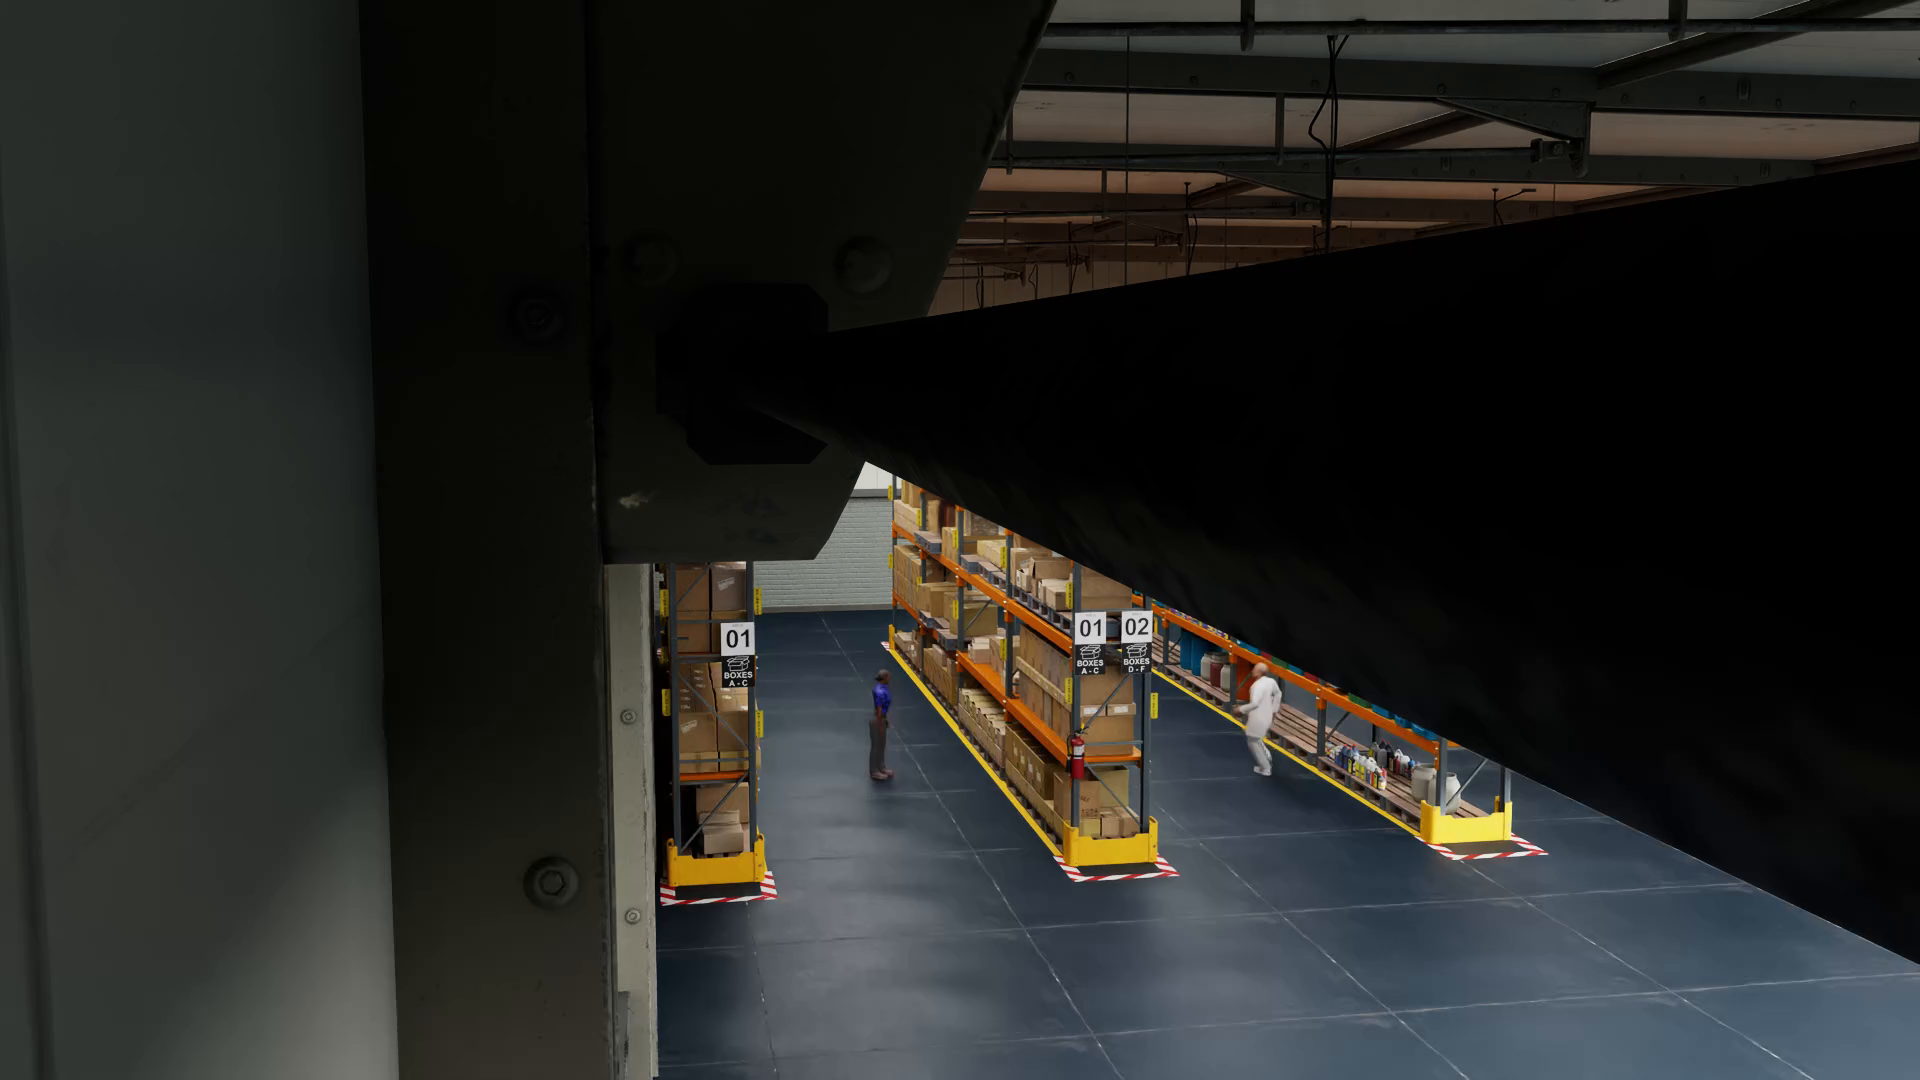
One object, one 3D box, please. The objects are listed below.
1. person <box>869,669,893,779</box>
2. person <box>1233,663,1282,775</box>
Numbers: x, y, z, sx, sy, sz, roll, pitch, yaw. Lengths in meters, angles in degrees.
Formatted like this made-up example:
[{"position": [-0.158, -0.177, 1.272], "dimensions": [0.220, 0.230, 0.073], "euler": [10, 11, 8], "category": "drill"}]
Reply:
[{"position": [-1.202, 2.783, 25.232], "dimensions": [0.374, 1.667, 0.461], "euler": [0, 6, -2], "category": "person"}, {"position": [4.581, 2.723, 25.498], "dimensions": [0.737, 1.721, 0.570], "euler": [-6, 9, -44], "category": "person"}]
